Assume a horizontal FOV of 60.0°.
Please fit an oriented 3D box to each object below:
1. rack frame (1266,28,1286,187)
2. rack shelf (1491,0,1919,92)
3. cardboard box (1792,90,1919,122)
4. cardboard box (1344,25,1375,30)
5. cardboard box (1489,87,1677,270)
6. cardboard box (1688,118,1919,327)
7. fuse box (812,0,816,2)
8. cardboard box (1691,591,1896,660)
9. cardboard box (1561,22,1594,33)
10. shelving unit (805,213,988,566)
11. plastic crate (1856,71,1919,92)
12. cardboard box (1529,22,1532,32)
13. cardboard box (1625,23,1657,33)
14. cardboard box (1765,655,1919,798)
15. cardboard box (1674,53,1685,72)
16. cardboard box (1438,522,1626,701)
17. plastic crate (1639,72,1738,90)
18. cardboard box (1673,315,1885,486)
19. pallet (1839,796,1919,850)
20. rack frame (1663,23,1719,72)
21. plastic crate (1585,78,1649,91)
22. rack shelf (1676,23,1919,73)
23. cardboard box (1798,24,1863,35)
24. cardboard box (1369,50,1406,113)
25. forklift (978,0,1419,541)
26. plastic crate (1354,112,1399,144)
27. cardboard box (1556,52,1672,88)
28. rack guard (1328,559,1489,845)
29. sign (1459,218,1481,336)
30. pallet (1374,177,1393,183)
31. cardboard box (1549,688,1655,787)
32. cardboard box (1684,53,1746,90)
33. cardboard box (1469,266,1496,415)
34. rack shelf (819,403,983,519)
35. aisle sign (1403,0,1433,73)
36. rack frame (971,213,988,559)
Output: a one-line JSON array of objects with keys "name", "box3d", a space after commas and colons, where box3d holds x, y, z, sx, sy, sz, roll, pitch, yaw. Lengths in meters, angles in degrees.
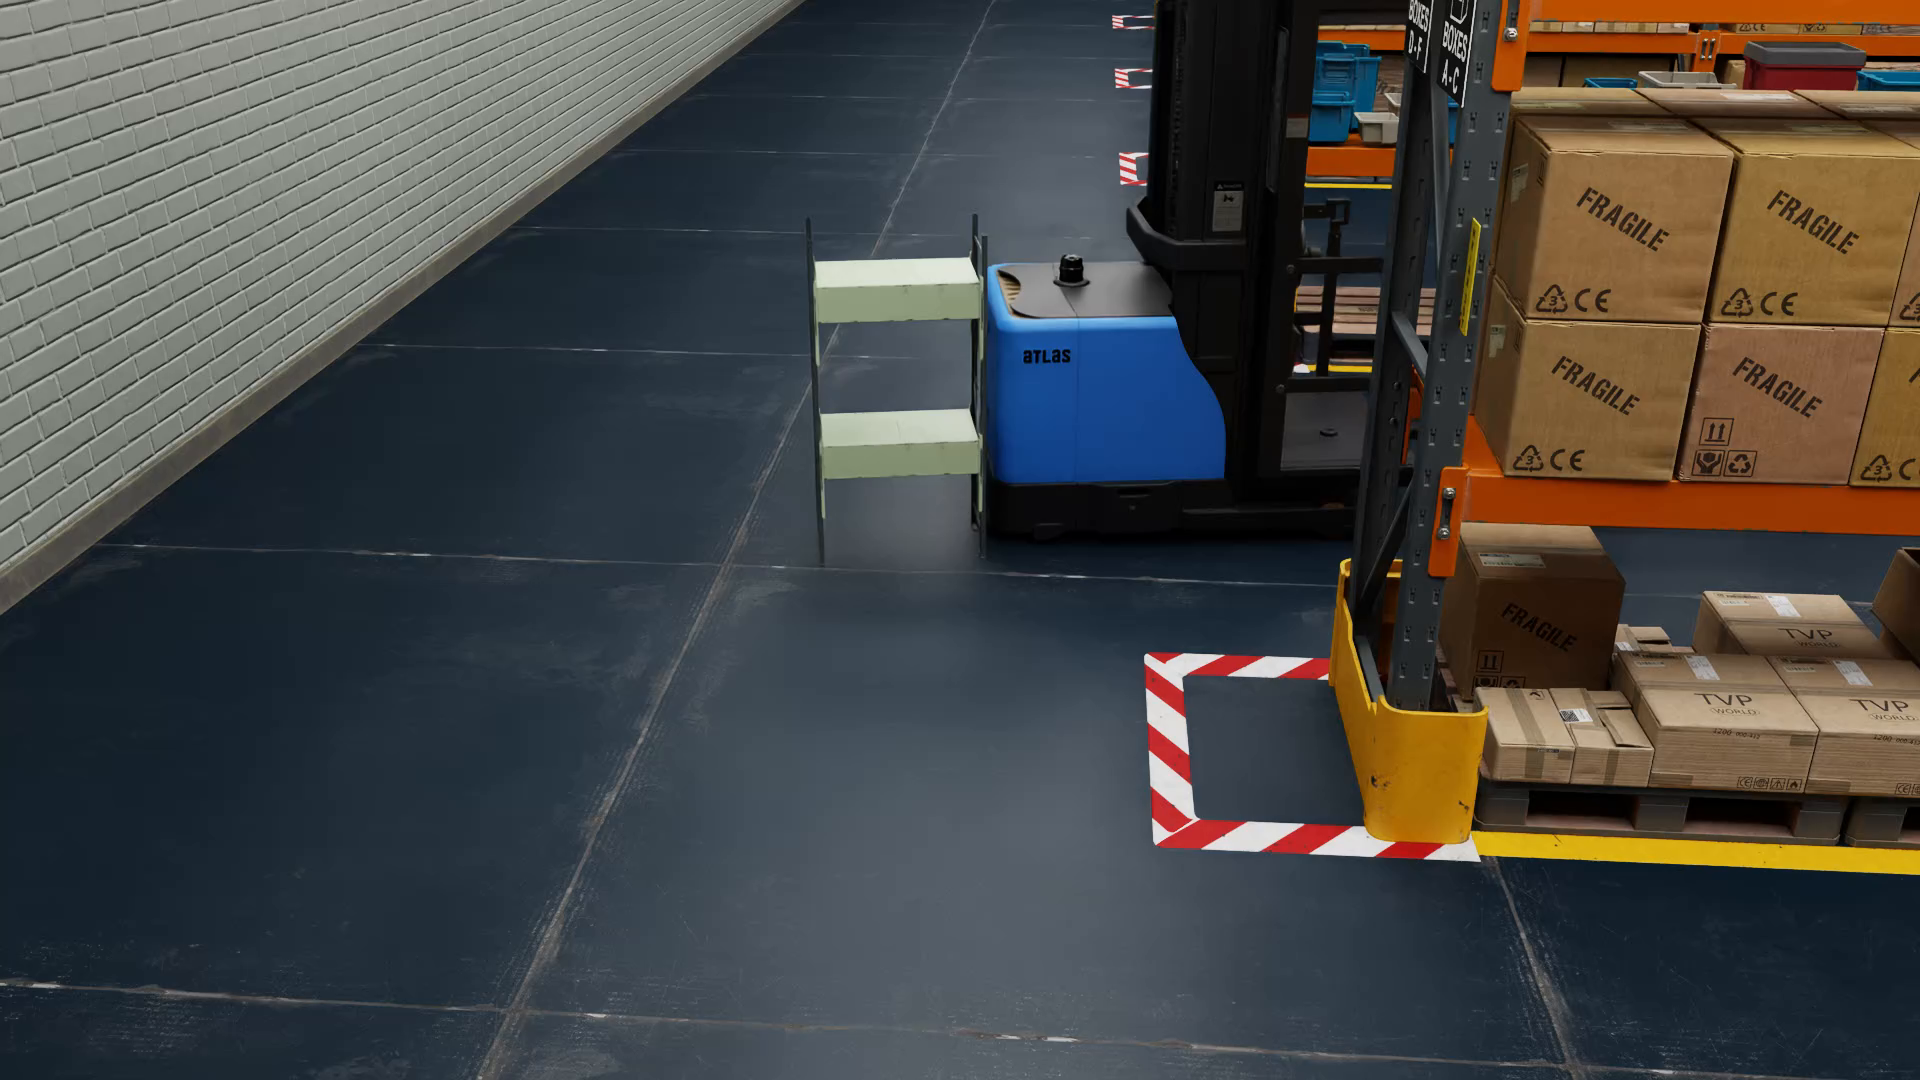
[{"name": "rack frame", "box3d": [1.898, -2.657, 9.970, 0.127, 3.000, 1.000, 2, 25, 4]}, {"name": "rack shelf", "box3d": [3.509, -1.565, 4.868, 4.000, 0.370, 1.077, 2, 25, 4]}, {"name": "cardboard box", "box3d": [3.001, -1.162, 5.405, 0.500, 0.500, 0.500, 3, 25, 5]}, {"name": "cardboard box", "box3d": [3.377, -4.435, 14.134, 0.250, 0.149, 0.380, 1, 25, 3]}, {"name": "cardboard box", "box3d": [1.980, -1.193, 5.472, 0.500, 0.500, 0.500, 2, 25, 4]}, {"name": "cardboard box", "box3d": [2.459, -0.955, 4.954, 0.500, 0.500, 0.500, 2, 25, 5]}, {"name": "fuse box", "box3d": [-2.282, -9.308, 25.965, 0.414, 1.711, 0.539, 2, 25, 4]}, {"name": "cardboard box", "box3d": [3.021, 0.414, 6.058, 0.500, 0.250, 0.500, 2, 25, 4]}, {"name": "cardboard box", "box3d": [5.167, -4.377, 14.008, 0.250, 0.149, 0.380, 2, 25, 5]}, {"name": "shelving unit", "box3d": [-0.279, -0.661, 7.426, 0.755, 1.500, 0.431, -2, 25, -5]}, {"name": "plastic crate", "box3d": [5.394, -2.422, 9.406, 0.575, 0.384, 0.392, 2, 25, 4]}, {"name": "cardboard box", "box3d": [4.655, -4.393, 14.044, 0.250, 0.149, 0.380, 1, 25, 3]}, {"name": "cardboard box", "box3d": [5.679, -4.361, 13.972, 0.250, 0.149, 0.380, 2, 25, 5]}, {"name": "cardboard box", "box3d": [3.032, 0.624, 5.602, 0.500, 0.250, 0.500, 2, 25, 4]}, {"name": "cardboard box", "box3d": [7.990, -5.562, 18.771, 0.500, 0.500, 0.500, 3, 25, 6]}, {"name": "cardboard box", "box3d": [2.076, 0.258, 6.099, 0.500, 0.500, 0.500, 2, 25, 4]}, {"name": "plastic crate", "box3d": [4.378, -2.628, 9.977, 0.530, 0.282, 0.437, 2, 25, 4]}, {"name": "cardboard box", "box3d": [2.452, -0.500, 5.162, 0.500, 0.500, 0.500, 2, 25, 3]}, {"name": "pallet", "box3d": [3.599, 0.742, 5.919, 1.213, 0.211, 1.003, 2, 25, 4]}, {"name": "rack frame", "box3d": [6.265, -4.593, 14.178, 0.127, 3.000, 1.000, 2, 25, 4]}, {"name": "plastic crate", "box3d": [3.965, -2.649, 10.082, 0.300, 0.233, 0.416, 2, 25, 4]}, {"name": "rack shelf", "box3d": [8.259, -4.203, 14.189, 4.000, 0.370, 1.077, 2, 25, 4]}, {"name": "cardboard box", "box3d": [7.206, -4.504, 13.864, 0.500, 0.500, 0.500, 2, 25, 4]}, {"name": "cardboard box", "box3d": [3.829, -3.931, 14.777, 0.875, 0.875, 0.875, 2, 25, 4]}, {"name": "forklift", "box3d": [1.630, -1.559, 7.665, 3.031, 2.935, 1.130, -2, 25, -4]}, {"name": "plastic crate", "box3d": [2.432, -2.375, 9.600, 0.298, 0.136, 0.250, 2, 25, 4]}, {"name": "cardboard box", "box3d": [5.613, -3.873, 14.652, 0.875, 0.875, 0.875, 2, 25, 4]}, {"name": "rack guard", "box3d": [1.591, 0.545, 6.001, 0.348, 0.500, 1.175, 2, 25, 4]}, {"name": "sign", "box3d": [1.473, -0.760, 4.811, 0.005, 0.325, 0.100, 2, 25, 4]}, {"name": "pallet", "box3d": [4.293, -3.421, 14.967, 1.213, 0.211, 1.003, 2, 25, 4]}, {"name": "cardboard box", "box3d": [2.155, 0.659, 5.626, 0.250, 0.166, 0.380, 2, 25, 4]}, {"name": "cardboard box", "box3d": [6.905, -3.807, 14.508, 0.875, 0.875, 1.225, 2, 25, 4]}, {"name": "cardboard box", "box3d": [1.982, -0.737, 5.678, 0.500, 0.500, 0.500, 3, 25, 6]}, {"name": "rack shelf", "box3d": [-0.279, -0.365, 7.562, 0.720, 0.370, 0.431, -2, 25, -5]}, {"name": "aisle sign", "box3d": [1.470, -1.904, 5.222, 0.004, 0.787, 0.394, 2, 25, 4]}, {"name": "rack frame", "box3d": [0.085, -0.677, 7.460, 0.023, 1.500, 0.400, -2, 25, -5]}]
